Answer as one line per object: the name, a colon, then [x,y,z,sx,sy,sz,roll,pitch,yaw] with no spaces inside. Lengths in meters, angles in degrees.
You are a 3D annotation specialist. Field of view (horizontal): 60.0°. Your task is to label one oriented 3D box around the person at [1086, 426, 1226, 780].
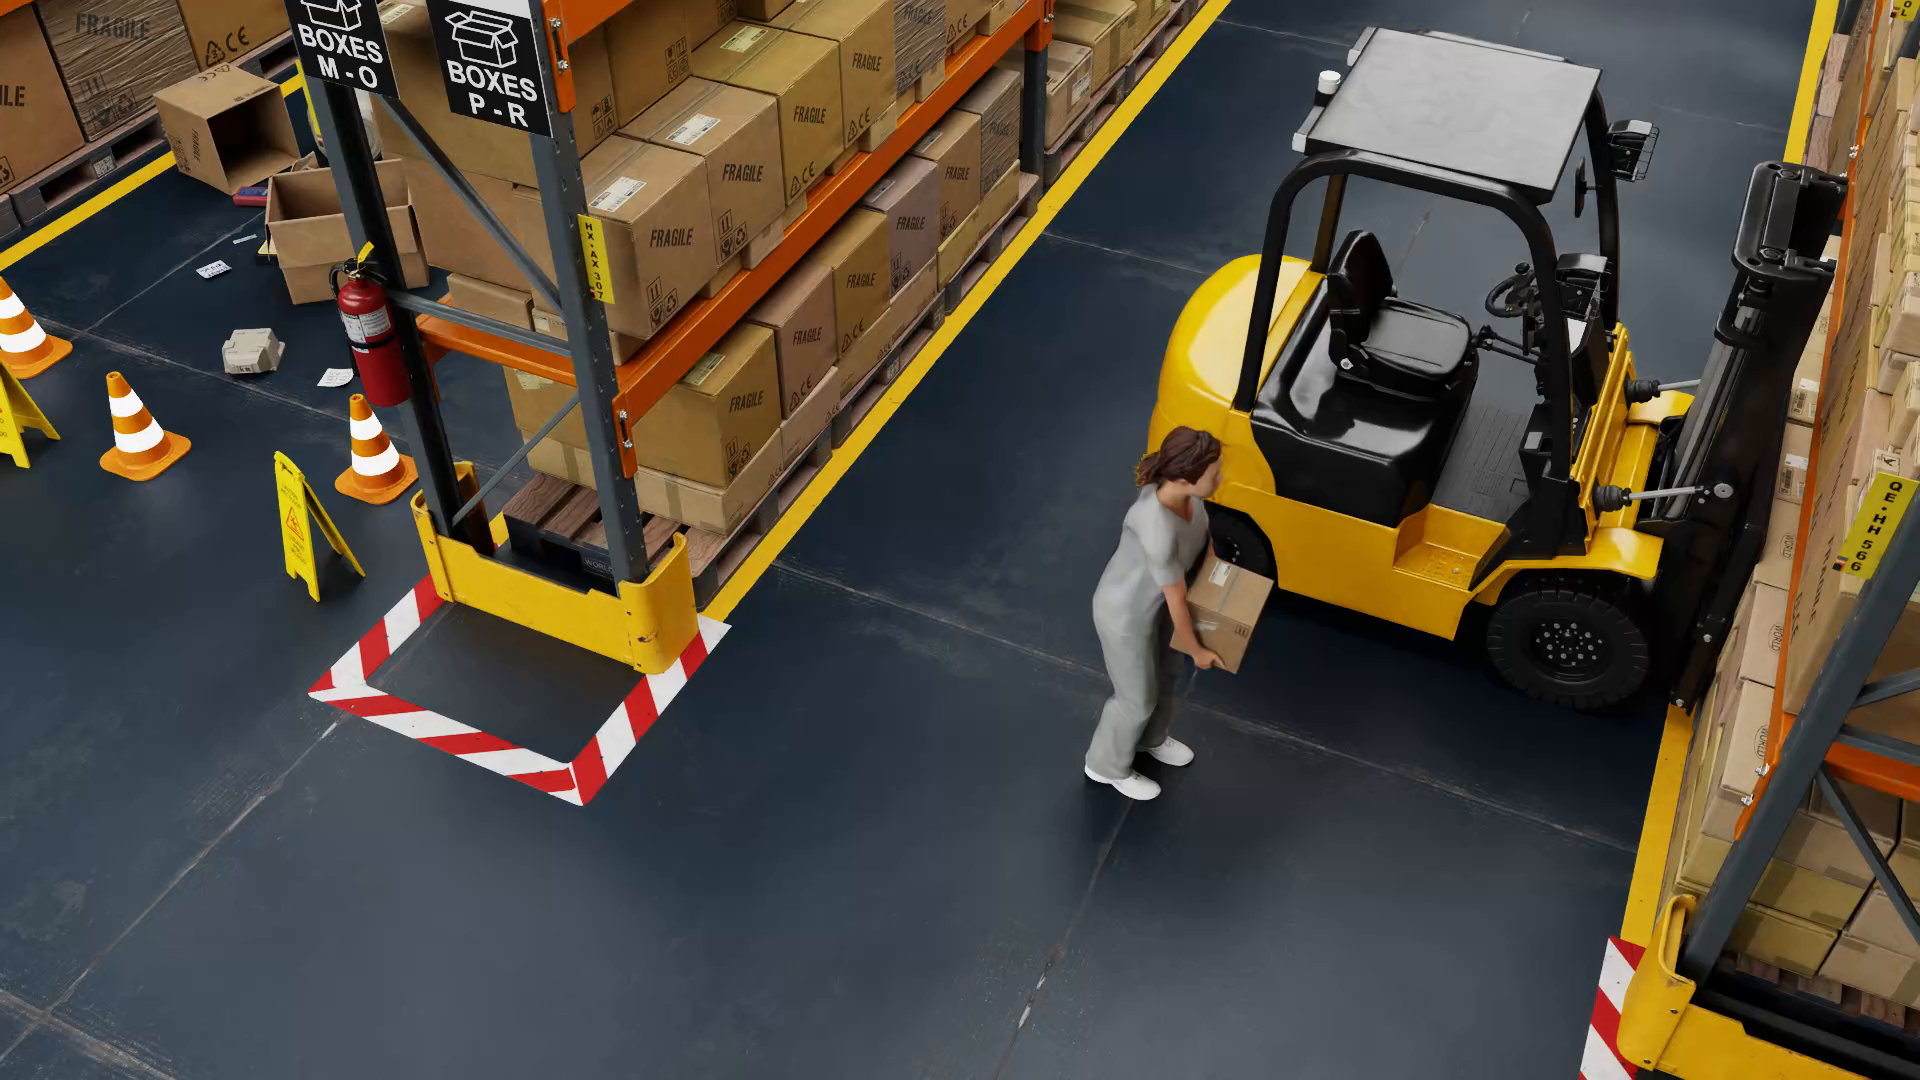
person: [0.738,0.242,5.861,0.518,1.587,0.411,17,45,18]
